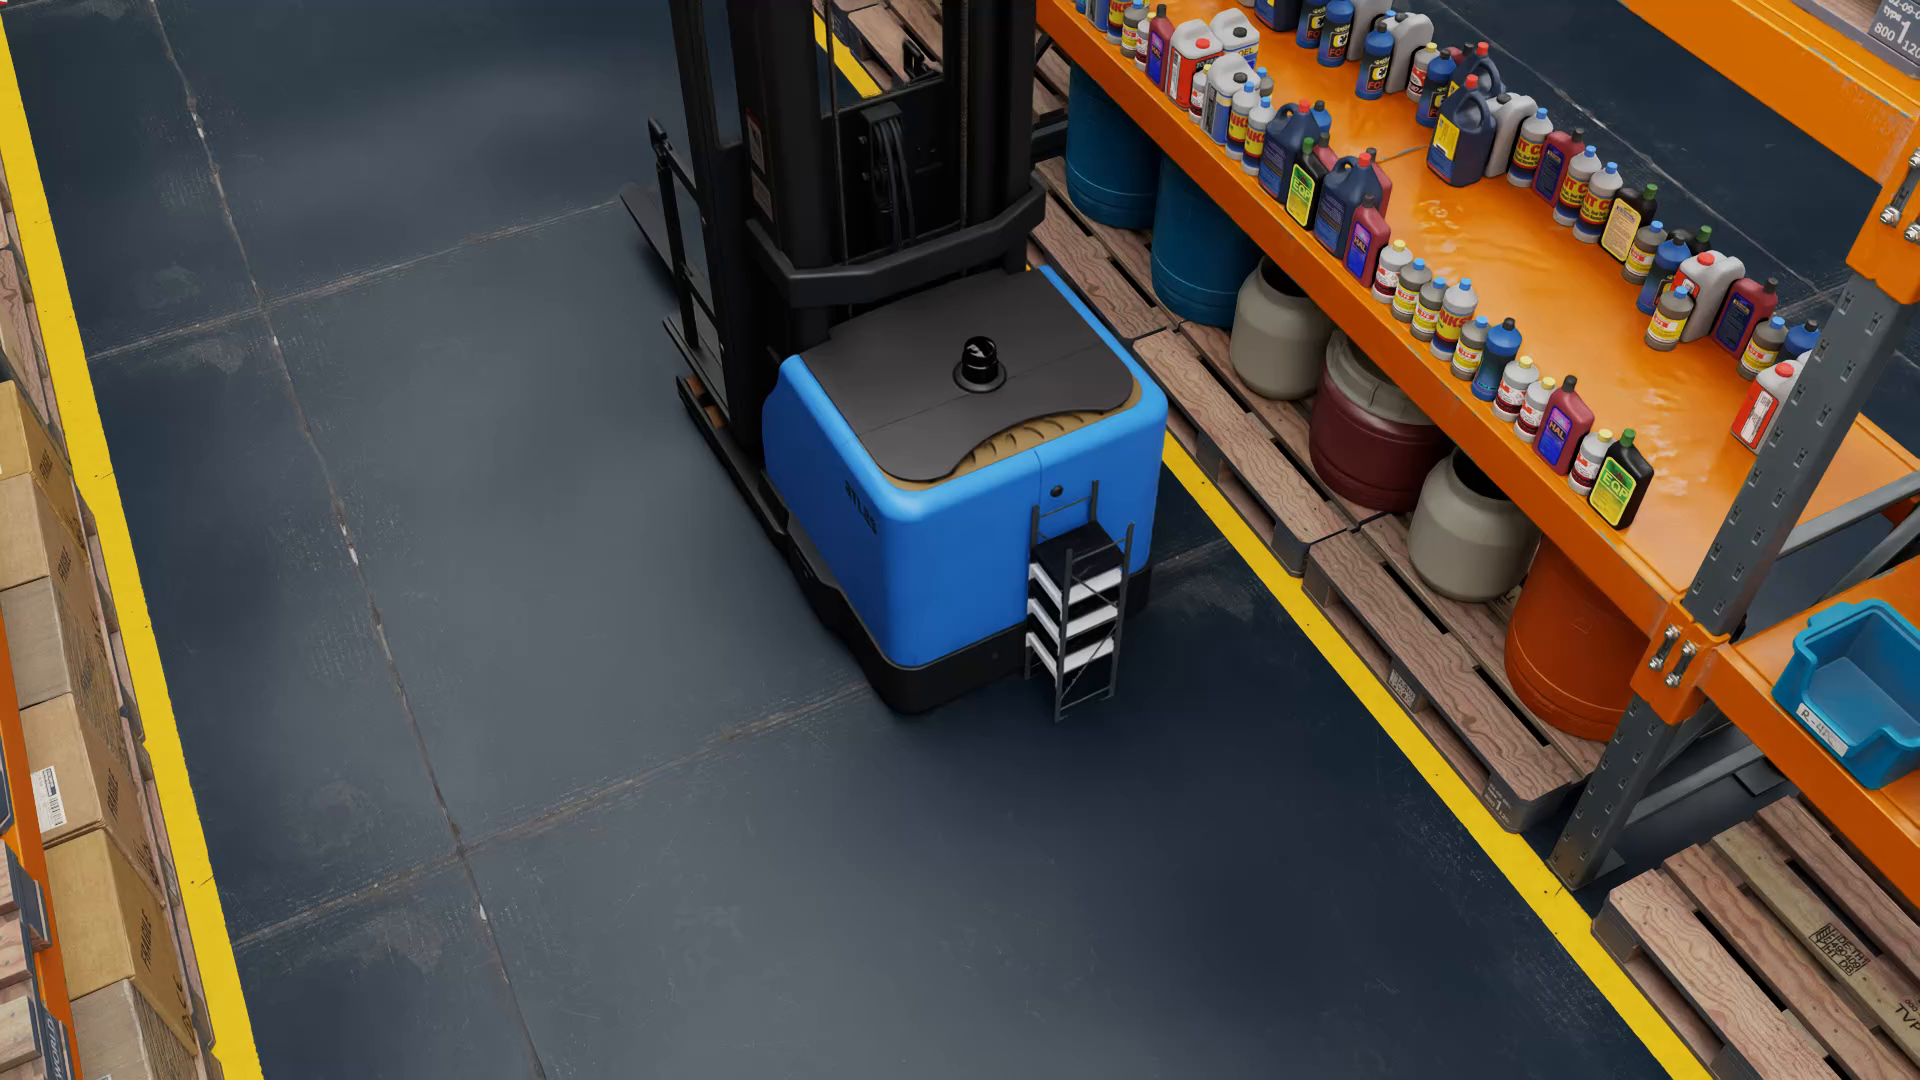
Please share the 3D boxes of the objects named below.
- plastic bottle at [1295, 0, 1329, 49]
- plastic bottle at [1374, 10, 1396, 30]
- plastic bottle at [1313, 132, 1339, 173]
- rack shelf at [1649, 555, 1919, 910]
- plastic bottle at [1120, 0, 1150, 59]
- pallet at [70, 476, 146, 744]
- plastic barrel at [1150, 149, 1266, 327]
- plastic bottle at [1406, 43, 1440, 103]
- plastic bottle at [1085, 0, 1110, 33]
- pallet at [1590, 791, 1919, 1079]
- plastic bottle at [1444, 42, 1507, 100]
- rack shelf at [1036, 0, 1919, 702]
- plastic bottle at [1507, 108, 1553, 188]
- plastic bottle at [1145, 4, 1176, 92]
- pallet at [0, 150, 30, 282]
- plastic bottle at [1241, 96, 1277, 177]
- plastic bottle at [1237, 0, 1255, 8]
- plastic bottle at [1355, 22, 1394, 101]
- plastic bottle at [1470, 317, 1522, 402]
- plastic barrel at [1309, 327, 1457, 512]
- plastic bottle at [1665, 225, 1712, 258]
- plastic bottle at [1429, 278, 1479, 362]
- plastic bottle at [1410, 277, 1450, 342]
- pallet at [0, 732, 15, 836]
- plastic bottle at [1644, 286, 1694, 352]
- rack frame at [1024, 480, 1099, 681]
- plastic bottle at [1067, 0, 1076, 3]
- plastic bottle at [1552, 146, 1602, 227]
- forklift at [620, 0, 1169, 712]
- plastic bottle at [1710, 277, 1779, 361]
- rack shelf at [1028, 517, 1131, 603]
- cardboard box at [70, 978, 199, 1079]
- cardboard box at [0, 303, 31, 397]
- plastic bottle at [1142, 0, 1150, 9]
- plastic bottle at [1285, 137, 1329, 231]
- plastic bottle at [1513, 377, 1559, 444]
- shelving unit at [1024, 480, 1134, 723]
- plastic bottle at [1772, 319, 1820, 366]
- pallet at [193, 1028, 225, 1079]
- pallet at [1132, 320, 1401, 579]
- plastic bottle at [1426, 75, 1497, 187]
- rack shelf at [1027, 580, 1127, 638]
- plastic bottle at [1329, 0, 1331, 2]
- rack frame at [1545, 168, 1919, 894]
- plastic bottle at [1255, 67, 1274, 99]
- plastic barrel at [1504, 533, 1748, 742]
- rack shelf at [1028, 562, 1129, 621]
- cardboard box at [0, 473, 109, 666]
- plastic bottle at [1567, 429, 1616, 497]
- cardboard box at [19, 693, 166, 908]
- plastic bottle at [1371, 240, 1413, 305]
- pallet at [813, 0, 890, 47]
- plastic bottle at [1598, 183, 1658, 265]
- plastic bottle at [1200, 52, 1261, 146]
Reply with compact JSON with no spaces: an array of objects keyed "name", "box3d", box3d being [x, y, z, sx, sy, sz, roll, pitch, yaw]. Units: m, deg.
[{"name":"plastic bottle","box3d":[1.285,-1.926,6.027,0.097,0.271,0.097,0,49,0]},{"name":"plastic bottle","box3d":[1.526,-1.800,5.964,0.097,0.201,0.097,0,49,0]},{"name":"plastic bottle","box3d":[1.173,-1.165,5.354,0.061,0.283,0.133,-21,52,-18]},{"name":"rack shelf","box3d":[3.267,1.494,3.428,1.077,0.370,4.000,-21,52,-18]},{"name":"plastic bottle","box3d":[0.635,-1.855,6.011,0.097,0.201,0.097,0,49,0]},{"name":"pallet","box3d":[-3.479,0.395,5.764,1.003,0.211,1.213,-21,52,-18]},{"name":"plastic barrel","box3d":[1.079,-1.362,6.563,0.600,0.901,0.708,-21,52,-18]},{"name":"plastic bottle","box3d":[1.632,-1.645,5.828,0.097,0.201,0.097,0,49,0]},{"name":"plastic bottle","box3d":[0.562,-2.031,6.116,0.152,0.276,0.135,-21,52,-18]},{"name":"pallet","box3d":[2.672,1.369,4.913,1.003,0.211,1.213,-21,52,-18]},{"name":"plastic bottle","box3d":[1.737,-1.502,5.604,0.144,0.351,0.185,-21,52,-18]},{"name":"rack shelf","box3d":[1.437,-1.183,5.770,1.077,0.370,4.000,-21,52,-18]},{"name":"plastic bottle","box3d":[1.884,-1.300,5.479,0.097,0.271,0.097,0,49,0]},{"name":"plastic bottle","box3d":[0.716,-1.733,5.850,0.061,0.283,0.133,-21,52,-18]},{"name":"pallet","box3d":[-4.760,-1.414,7.347,1.003,0.211,1.213,-21,52,-18]},{"name":"plastic bottle","box3d":[0.998,-1.348,5.521,0.097,0.271,0.097,0,49,0]},{"name":"plastic bottle","box3d":[1.105,-2.190,6.205,0.144,0.351,0.185,-21,52,-18]},{"name":"plastic bottle","box3d":[1.453,-1.681,5.813,0.097,0.271,0.097,0,49,0]},{"name":"plastic bottle","box3d":[1.556,-0.531,4.807,0.097,0.271,0.097,0,49,0]},{"name":"plastic barrel","box3d":[1.596,-0.503,6.020,0.600,0.588,0.708,-21,52,-18]},{"name":"plastic bottle","box3d":[2.209,-0.859,5.086,0.061,0.283,0.133,-21,52,-18]},{"name":"plastic bottle","box3d":[1.467,-0.661,4.921,0.097,0.271,0.097,0,49,0]},{"name":"plastic bottle","box3d":[1.423,-0.703,5.004,0.097,0.201,0.097,0,49,0]},{"name":"pallet","box3d":[-2.948,0.386,4.047,1.003,0.211,1.213,-21,52,-18]},{"name":"plastic bottle","box3d":[2.127,-0.671,4.976,0.097,0.201,0.097,0,49,0]},{"name":"rack frame","box3d":[0.330,0.152,5.519,0.240,0.900,0.006,-22,53,-18]},{"name":"plastic bottle","box3d":[0.440,-2.140,6.261,0.097,0.201,0.097,0,49,0]},{"name":"plastic bottle","box3d":[1.990,-1.145,5.344,0.097,0.271,0.097,0,49,0]},{"name":"forklift","box3d":[-0.475,-1.493,5.609,1.130,2.935,3.031,-22,53,-18]},{"name":"plastic bottle","box3d":[2.332,-0.679,4.929,0.061,0.283,0.133,-21,52,-18]},{"name":"rack shelf","box3d":[0.379,0.063,5.283,0.258,0.077,0.200,-22,53,-18]},{"name":"cardboard box","box3d":[-2.253,1.549,4.271,0.500,0.500,0.500,-23,53,-19]},{"name":"cardboard box","box3d":[-3.884,-0.670,6.337,0.500,0.311,0.500,-21,52,-18]},{"name":"plastic bottle","box3d":[0.665,-2.062,6.193,0.097,0.201,0.097,0,49,0]},{"name":"plastic bottle","box3d":[1.119,-1.144,5.336,0.061,0.283,0.133,-21,52,-18]},{"name":"plastic bottle","box3d":[1.645,-0.377,4.719,0.097,0.201,0.097,0,49,0]},{"name":"shelving unit","box3d":[0.379,0.219,5.461,0.258,0.900,0.210,-22,53,-18]},{"name":"plastic bottle","box3d":[2.413,-0.527,4.803,0.097,0.271,0.097,0,49,0]},{"name":"pallet","box3d":[-2.362,2.028,4.336,1.003,0.211,1.213,-21,52,-18]},{"name":"pallet","box3d":[1.400,-0.492,6.540,1.003,0.211,1.213,-21,52,-18]},{"name":"plastic bottle","box3d":[1.664,-1.360,5.479,0.144,0.351,0.185,-21,52,-18]},{"name":"rack shelf","box3d":[0.379,0.181,5.418,0.258,0.077,0.200,-22,53,-18]},{"name":"plastic bottle","box3d":[1.387,-1.983,6.074,0.152,0.276,0.135,-21,52,-18]},{"name":"rack frame","box3d":[2.352,-0.081,4.328,1.000,3.000,0.127,-21,52,-18]},{"name":"plastic bottle","box3d":[1.027,-1.532,5.729,0.097,0.201,0.097,0,49,0]},{"name":"plastic barrel","box3d":[2.113,0.174,5.268,0.600,0.830,0.708,-21,52,-18]},{"name":"rack shelf","box3d":[0.379,0.122,5.350,0.258,0.077,0.200,-22,53,-18]},{"name":"cardboard box","box3d":[-3.185,0.189,5.460,0.500,0.500,0.500,-21,52,-17]},{"name":"plastic bottle","box3d":[1.751,-0.223,4.584,0.097,0.201,0.097,0,49,0]},{"name":"cardboard box","box3d":[-2.721,0.864,4.870,0.500,0.500,0.500,-23,53,-19]},{"name":"plastic bottle","box3d":[1.334,-0.833,5.118,0.097,0.201,0.097,0,49,0]},{"name":"pallet","box3d":[-0.412,-3.137,8.853,1.003,0.211,1.213,-21,52,-18]},{"name":"plastic bottle","box3d":[2.103,-1.013,5.221,0.061,0.283,0.133,-21,52,-18]},{"name":"plastic bottle","box3d":[0.925,-1.501,5.653,0.152,0.276,0.135,-21,52,-18]}]
